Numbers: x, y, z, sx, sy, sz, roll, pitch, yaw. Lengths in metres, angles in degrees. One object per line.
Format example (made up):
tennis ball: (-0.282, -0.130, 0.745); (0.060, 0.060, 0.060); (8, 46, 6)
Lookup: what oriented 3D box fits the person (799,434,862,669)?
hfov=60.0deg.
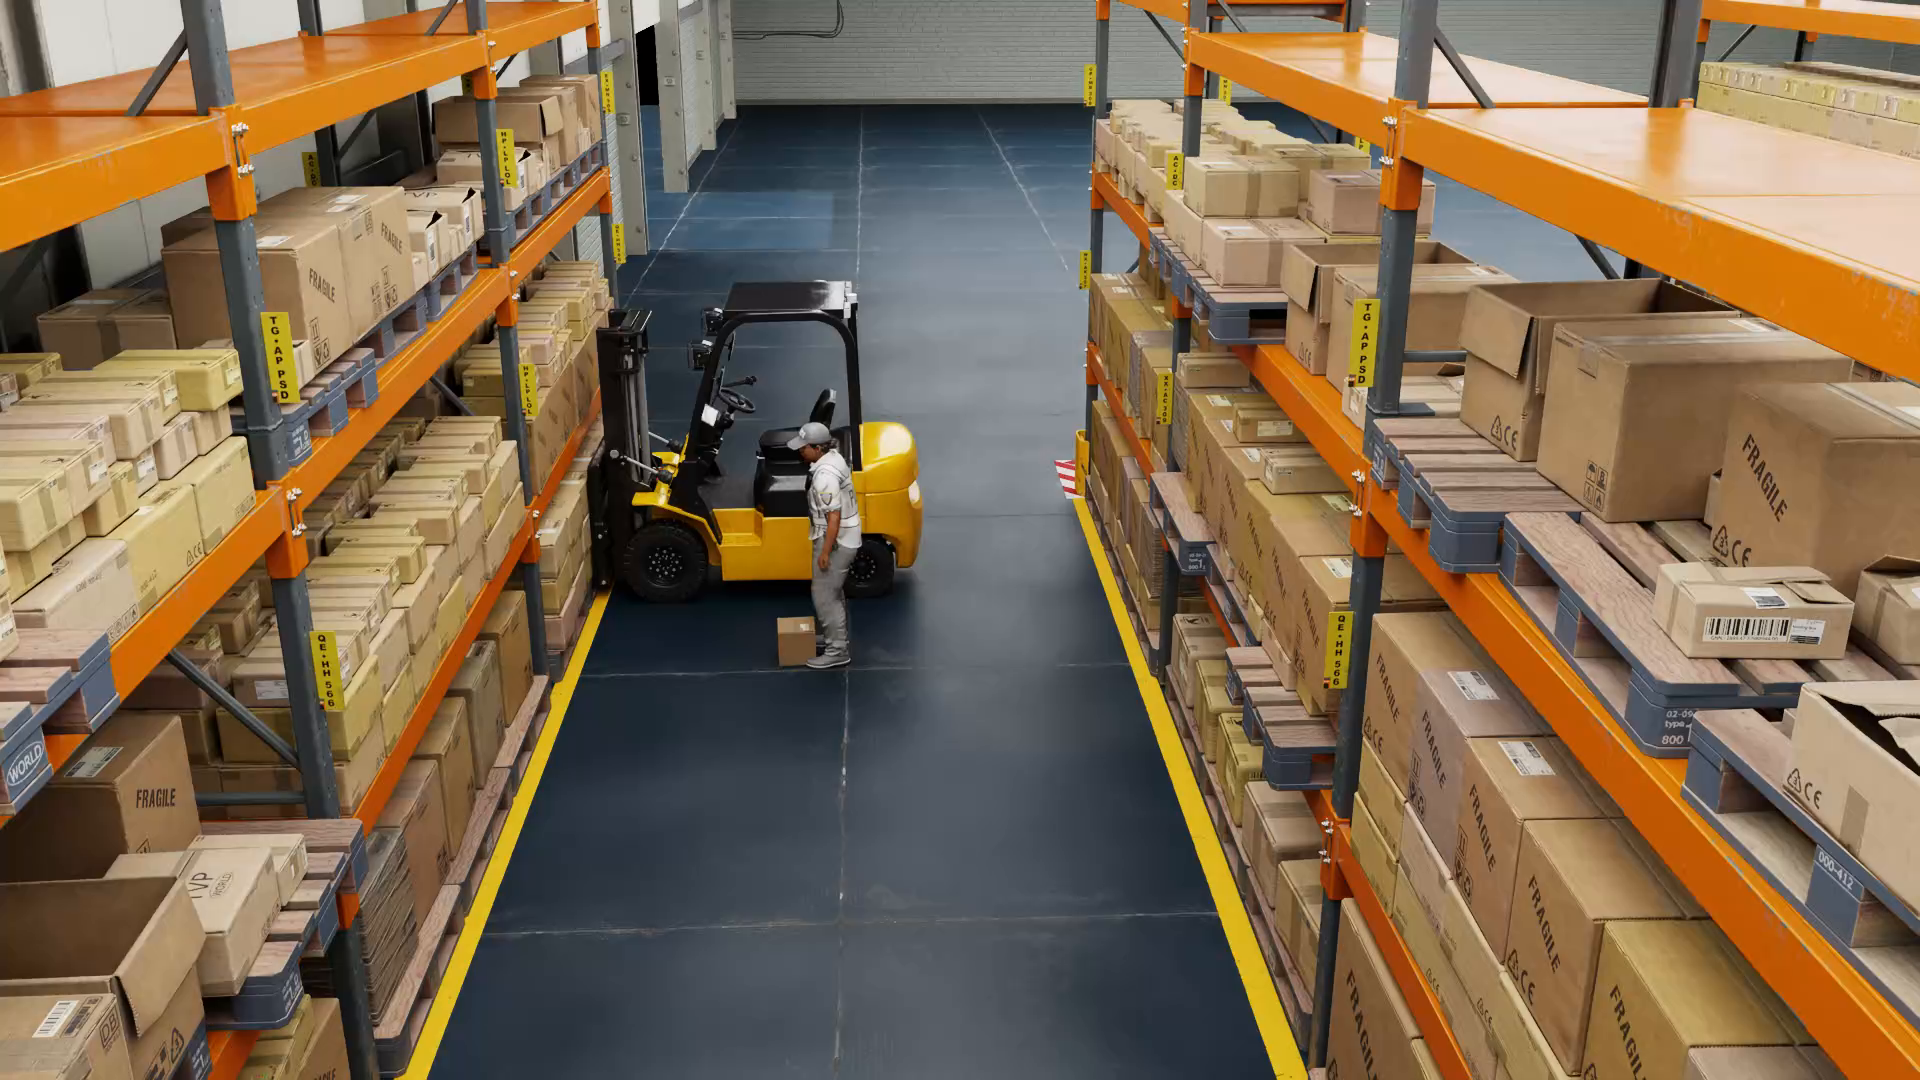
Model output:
person: (-0.851, 0.032, 11.042); (0.404, 1.625, 0.537); (-1, 21, -3)
